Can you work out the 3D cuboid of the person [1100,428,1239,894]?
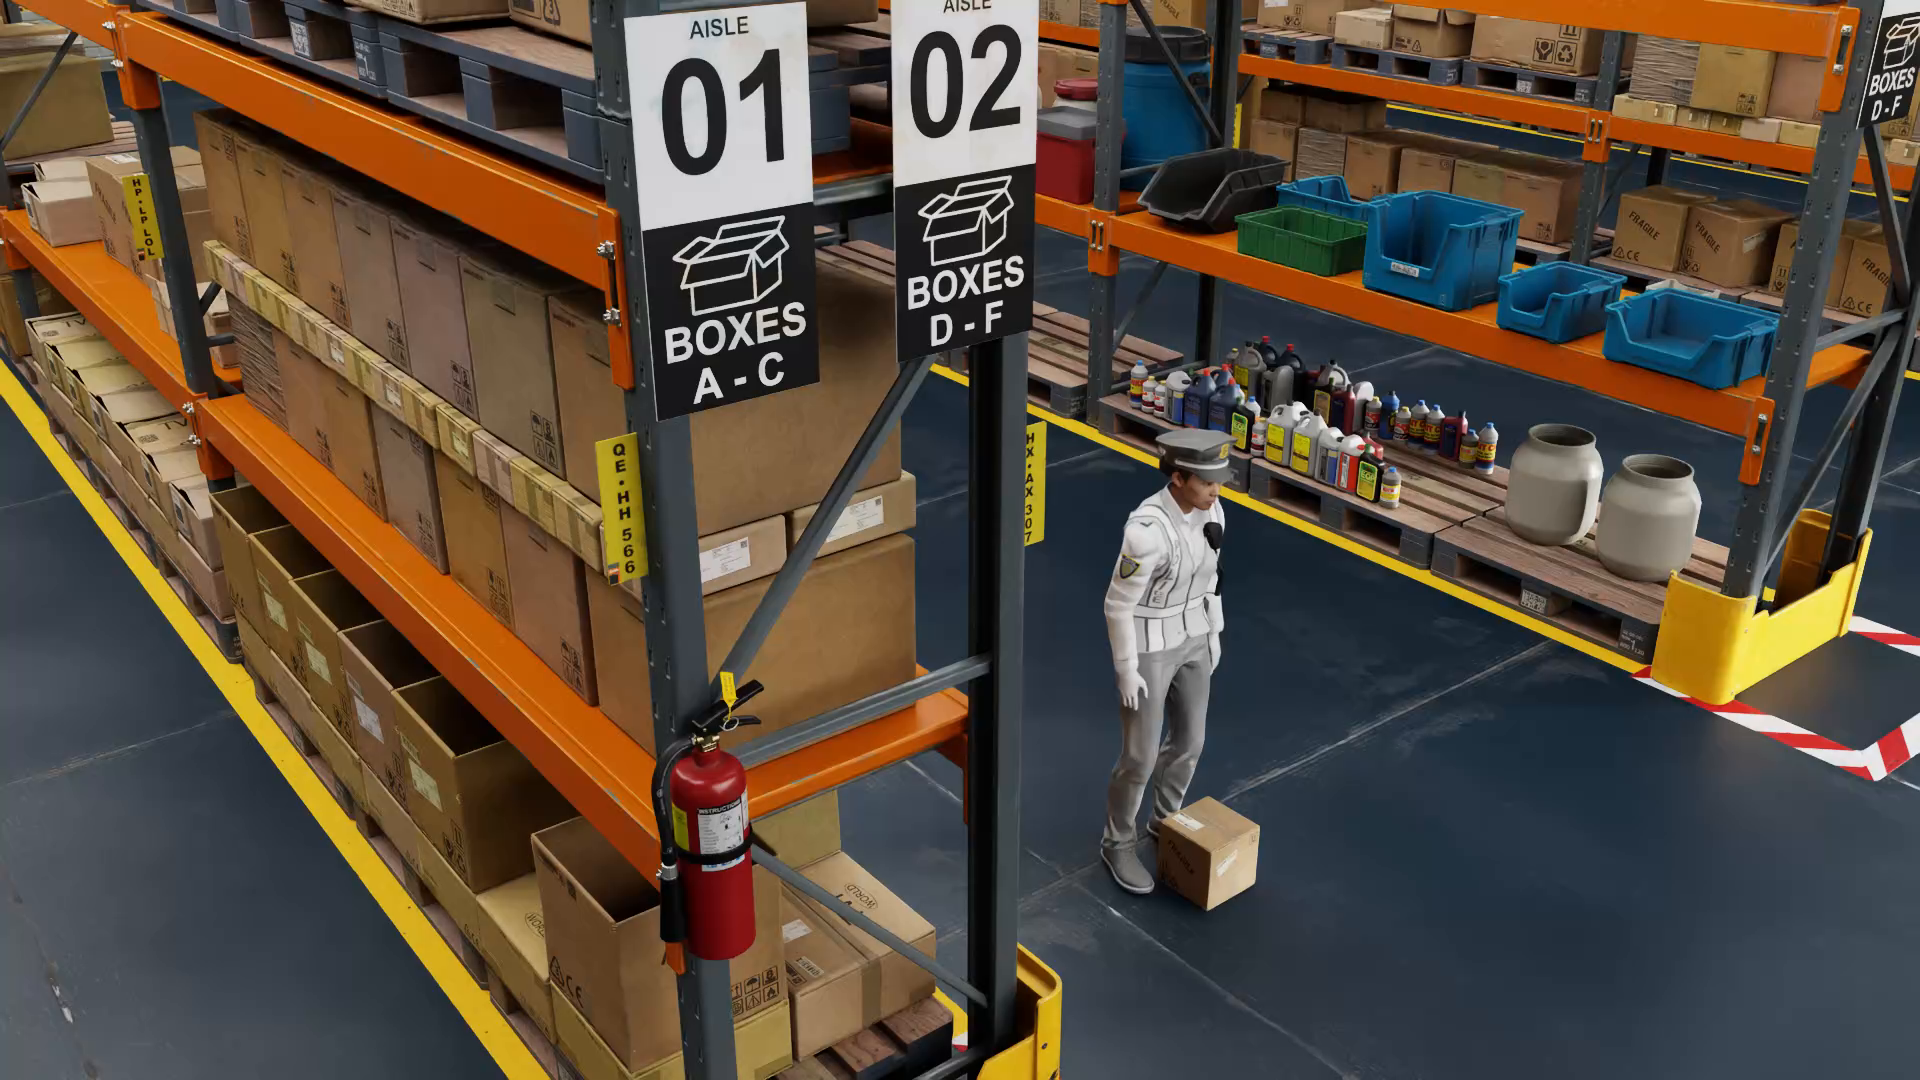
[{"bbox_3d":[0.721,0.389,5.764,0.524,1.662,0.373,-20,31,-36],"label":"person"}]
